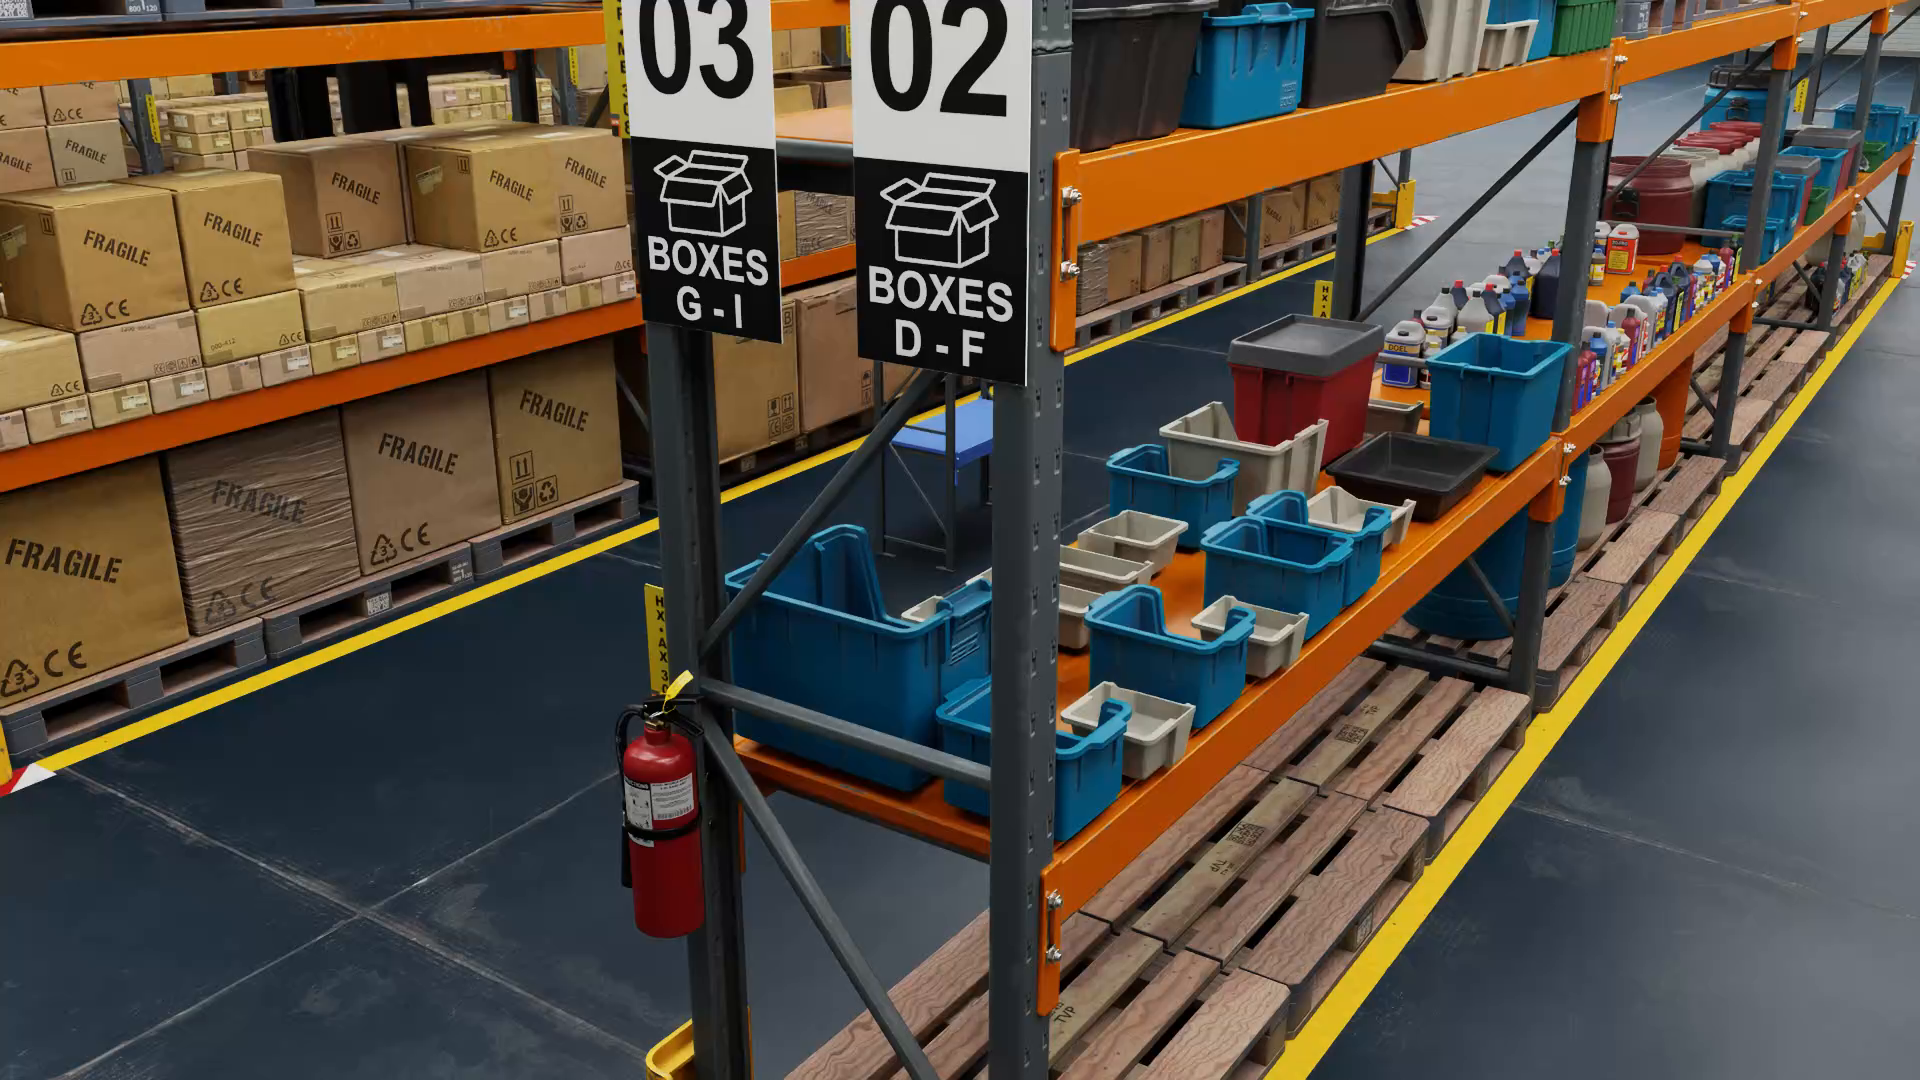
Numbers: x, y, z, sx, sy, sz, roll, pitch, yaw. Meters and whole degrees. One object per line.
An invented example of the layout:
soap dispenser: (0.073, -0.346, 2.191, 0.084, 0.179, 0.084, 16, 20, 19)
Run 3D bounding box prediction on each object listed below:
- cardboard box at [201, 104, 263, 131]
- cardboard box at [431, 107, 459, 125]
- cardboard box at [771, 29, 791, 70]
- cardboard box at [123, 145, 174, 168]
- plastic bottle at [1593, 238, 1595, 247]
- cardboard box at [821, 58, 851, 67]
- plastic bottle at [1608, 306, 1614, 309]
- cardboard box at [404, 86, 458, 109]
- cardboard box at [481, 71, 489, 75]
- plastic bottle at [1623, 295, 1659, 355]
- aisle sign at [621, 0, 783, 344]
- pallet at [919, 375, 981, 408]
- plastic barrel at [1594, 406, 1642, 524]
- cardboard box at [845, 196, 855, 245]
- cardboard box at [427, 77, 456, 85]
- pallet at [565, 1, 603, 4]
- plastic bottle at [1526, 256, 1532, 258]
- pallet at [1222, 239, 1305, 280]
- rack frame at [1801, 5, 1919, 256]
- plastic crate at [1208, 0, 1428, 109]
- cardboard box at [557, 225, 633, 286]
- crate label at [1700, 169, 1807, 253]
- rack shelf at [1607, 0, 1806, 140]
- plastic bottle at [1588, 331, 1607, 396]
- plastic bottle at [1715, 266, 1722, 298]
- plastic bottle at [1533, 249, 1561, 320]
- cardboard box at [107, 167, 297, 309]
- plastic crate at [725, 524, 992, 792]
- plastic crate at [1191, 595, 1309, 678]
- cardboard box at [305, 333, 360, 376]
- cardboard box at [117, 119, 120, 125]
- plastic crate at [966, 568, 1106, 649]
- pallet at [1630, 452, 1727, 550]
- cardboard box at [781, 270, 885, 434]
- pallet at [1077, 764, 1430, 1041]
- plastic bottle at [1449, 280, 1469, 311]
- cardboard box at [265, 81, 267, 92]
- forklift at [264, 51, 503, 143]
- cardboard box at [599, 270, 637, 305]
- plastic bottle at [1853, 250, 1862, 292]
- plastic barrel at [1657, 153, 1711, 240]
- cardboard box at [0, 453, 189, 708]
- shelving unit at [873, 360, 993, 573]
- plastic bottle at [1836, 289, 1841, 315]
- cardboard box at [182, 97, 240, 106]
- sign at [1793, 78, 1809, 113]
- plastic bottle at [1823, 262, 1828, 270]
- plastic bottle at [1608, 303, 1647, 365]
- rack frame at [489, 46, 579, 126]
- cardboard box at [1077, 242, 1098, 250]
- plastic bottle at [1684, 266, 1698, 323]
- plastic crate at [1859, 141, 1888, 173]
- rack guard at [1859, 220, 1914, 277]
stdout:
cardboard box: (-5.384, -3.127, 12.295, 0.380, 0.149, 0.250, 14, 25, 33)
cardboard box: (-4.368, -3.505, 13.744, 0.380, 0.149, 0.250, 13, 24, 31)
cardboard box: (-2.202, -5.184, 17.371, 0.700, 0.500, 0.500, 13, 24, 31)
cardboard box: (-6.078, -2.896, 12.528, 0.380, 0.149, 0.250, 13, 24, 31)
plastic bottle: (3.654, -1.701, 9.724, 0.097, 0.271, 0.097, 0, 20, 0)
cardboard box: (-1.443, -5.138, 18.617, 0.875, 0.550, 0.550, 13, 24, 32)
plastic bottle: (3.116, -1.019, 7.982, 0.097, 0.201, 0.097, 0, 20, 0)
cardboard box: (-4.363, -3.648, 13.703, 0.380, 0.149, 0.250, 13, 24, 32)
cardboard box: (-5.852, -5.774, 20.308, 0.380, 0.149, 0.250, 14, 24, 33)
plastic bottle: (3.230, -1.035, 7.918, 0.152, 0.276, 0.135, 13, 24, 32)
aisle sign: (-0.528, -0.810, 3.385, 0.394, 0.787, 0.004, 13, 24, 32)
pallet: (-0.349, -1.297, 12.466, 1.003, 0.211, 1.213, 13, 24, 32)
plastic barrel: (3.357, -0.448, 9.024, 0.600, 0.588, 0.708, 13, 24, 32)
cardboard box: (-0.778, -2.236, 10.841, 0.500, 0.500, 0.500, 14, 24, 33)
cardboard box: (-4.600, -3.928, 14.461, 0.380, 0.149, 0.250, 13, 24, 32)
pallet: (-1.618, -3.258, 9.701, 0.805, 0.209, 1.217, 12, 24, 30)
plastic bottle: (3.005, -1.369, 8.828, 0.097, 0.271, 0.097, 0, 20, 0)
pallet: (2.753, -2.855, 16.680, 1.003, 0.211, 1.213, 13, 24, 32)
rack frame: (8.750, -4.145, 16.148, 1.000, 3.000, 0.127, 13, 24, 32)
plastic crate: (0.841, -1.317, 4.268, 0.504, 0.338, 0.767, 13, 24, 32)
cardboard box: (-2.124, -1.560, 8.945, 0.500, 0.250, 0.500, 13, 24, 31)
crate label: (5.035, -2.099, 10.564, 0.502, 0.435, 0.616, 13, 24, 32)
rack shelf: (3.128, -2.346, 7.996, 1.077, 0.370, 4.000, 13, 24, 32)
plastic bottle: (2.742, -0.767, 7.200, 0.097, 0.271, 0.097, 0, 20, 0)
plastic bottle: (4.113, -1.434, 9.104, 0.097, 0.201, 0.097, 0, 20, 0)
plastic bottle: (3.071, -1.332, 8.613, 0.144, 0.351, 0.185, 13, 24, 32)
cardboard box: (-3.281, -1.320, 7.216, 0.500, 0.500, 0.500, 13, 24, 30)
plastic crate: (-0.211, 0.268, 4.079, 0.616, 0.435, 0.499, 13, 24, 32)
plastic crate: (0.796, 0.264, 4.522, 0.250, 0.136, 0.298, 13, 24, 32)
cardboard box: (-3.005, -0.882, 7.687, 0.380, 0.149, 0.250, 13, 24, 30)
cardboard box: (-8.680, -4.192, 16.489, 0.500, 0.250, 0.500, 13, 24, 31)
plastic crate: (0.239, 0.191, 4.718, 0.396, 0.136, 0.243, 13, 24, 32)
pallet: (3.844, -0.308, 9.793, 1.003, 0.211, 1.213, 13, 24, 32)
cardboard box: (-1.248, -1.313, 10.947, 1.225, 0.875, 0.875, 12, 24, 30)
pallet: (0.937, 1.176, 5.783, 1.003, 0.211, 1.213, 13, 24, 32)
plastic bottle: (2.354, -1.060, 7.877, 0.144, 0.351, 0.185, 13, 24, 32)
cardboard box: (-7.517, -4.959, 18.105, 0.380, 0.149, 0.250, 12, 23, 29)
forklift: (-3.699, -2.287, 11.224, 1.130, 2.935, 3.031, 13, 24, 31)
cardboard box: (-1.993, -1.399, 9.086, 0.380, 0.149, 0.250, 13, 24, 32)
plastic bottle: (7.748, -2.342, 14.456, 0.144, 0.351, 0.185, 14, 25, 34)
plastic barrel: (4.654, -2.239, 10.834, 0.421, 0.512, 0.421, 0, 20, 0)
cardboard box: (-4.047, 0.080, 7.183, 0.875, 0.875, 0.875, 13, 24, 32)
shelving unit: (0.048, -0.728, 9.071, 0.538, 1.500, 1.048, 13, 24, 32)
plastic bottle: (7.157, -1.956, 13.628, 0.097, 0.201, 0.097, 0, 20, 0)
cardboard box: (-5.776, -3.327, 12.835, 0.380, 0.149, 0.250, 12, 24, 30)
sign: (8.297, -4.384, 16.393, 0.100, 0.325, 0.005, 13, 24, 32)
plastic bottle: (7.506, -2.275, 14.384, 0.152, 0.276, 0.135, 13, 24, 32)
plastic bottle: (3.100, -0.968, 7.738, 0.152, 0.276, 0.135, 13, 24, 32)
rack frame: (-3.889, -3.812, 15.247, 1.000, 3.000, 0.127, 13, 24, 32)
cardboard box: (0.798, -2.554, 13.733, 0.500, 0.250, 0.500, 17, 26, 38)
plastic bottle: (3.735, -1.268, 8.538, 0.061, 0.283, 0.133, 13, 24, 32)
plastic crate: (7.497, -3.233, 13.986, 0.450, 0.188, 0.662, 13, 24, 32)
rack guard: (8.746, -2.942, 16.498, 1.175, 0.500, 0.348, 13, 24, 32)
